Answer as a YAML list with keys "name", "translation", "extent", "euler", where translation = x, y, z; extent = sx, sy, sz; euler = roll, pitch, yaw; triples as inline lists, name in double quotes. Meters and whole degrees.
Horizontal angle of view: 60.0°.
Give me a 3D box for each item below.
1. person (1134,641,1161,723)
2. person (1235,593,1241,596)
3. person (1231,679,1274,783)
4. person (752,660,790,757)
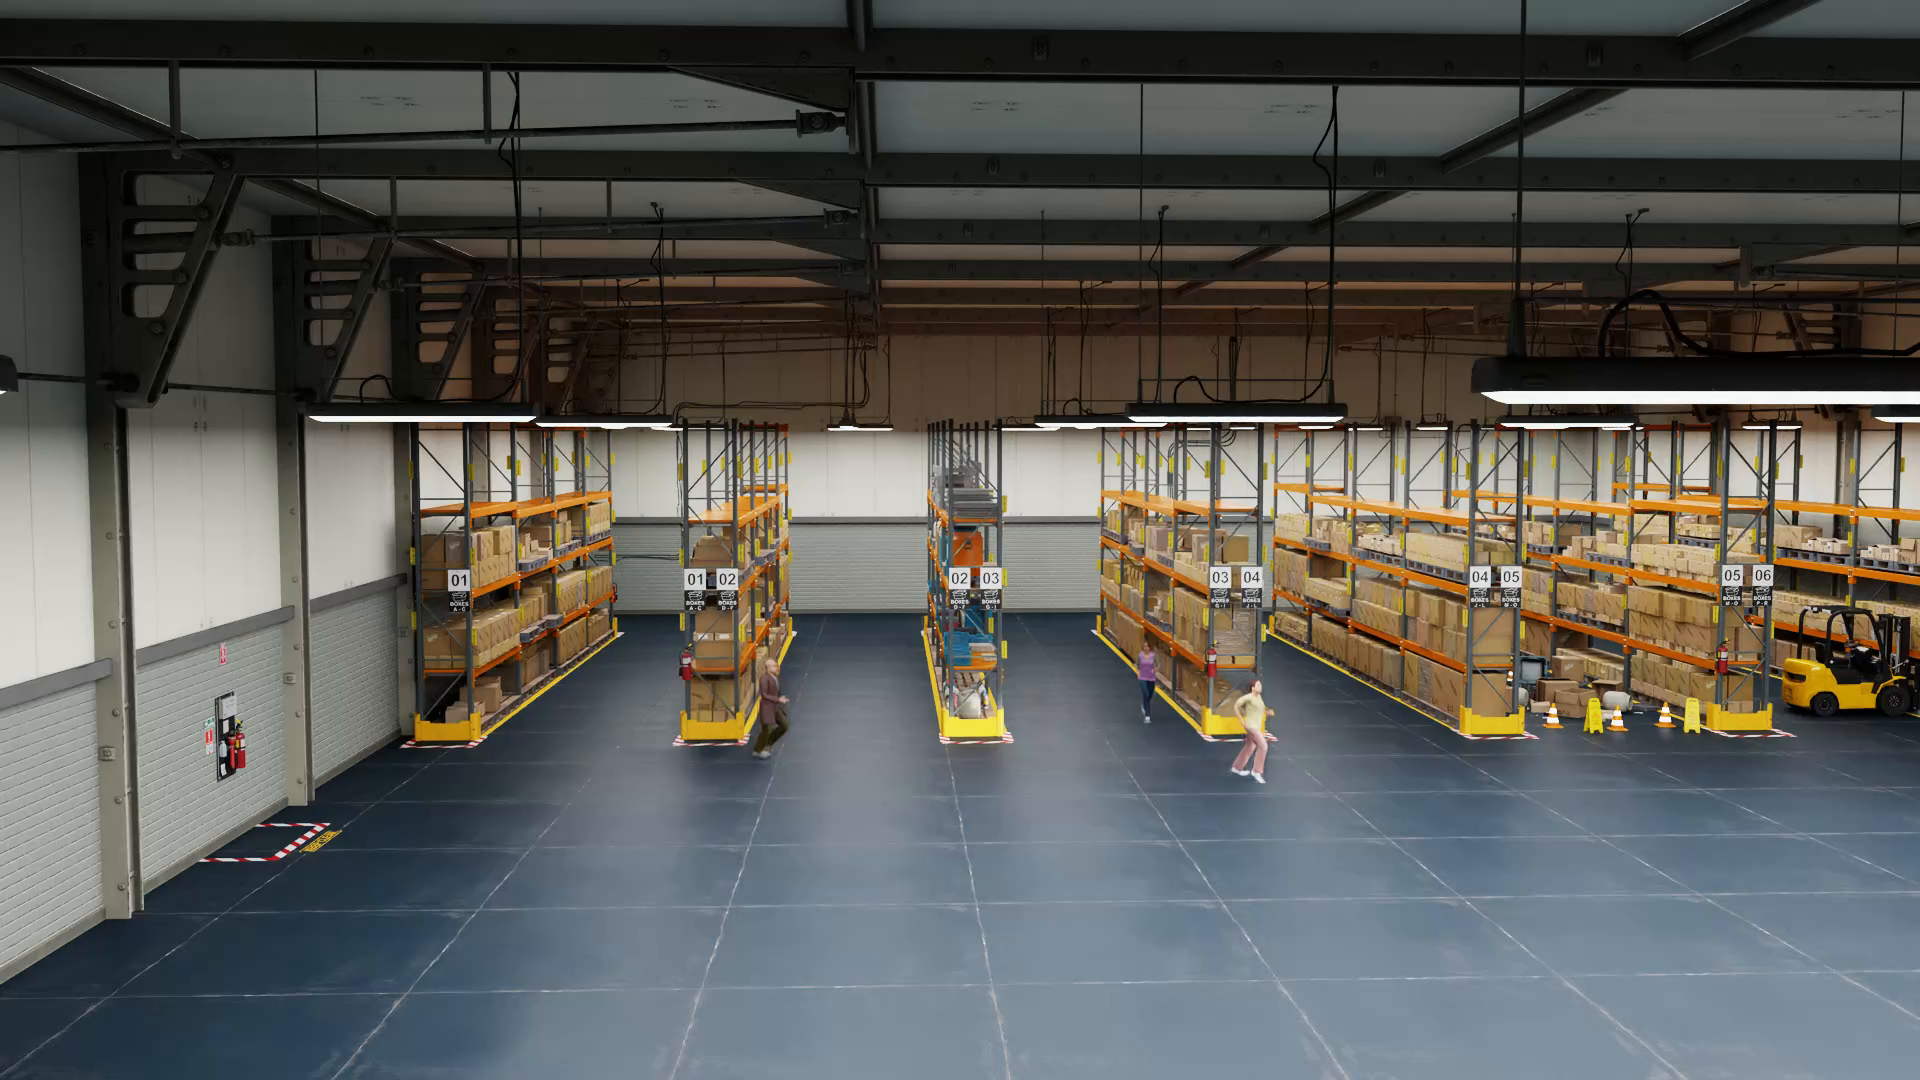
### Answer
- name: "person"
  translation: [3.742, 2.804, 33.196]
  extent: [0.528, 1.604, 0.802]
  euler: [0, 4, 0]
- name: "person"
  translation: [7.793, 1.946, 45.973]
  extent: [0.624, 1.763, 0.705]
  euler: [0, 4, 3]
- name: "person"
  translation: [4.833, 3.138, 27.504]
  extent: [0.728, 1.721, 0.564]
  euler: [2, 4, 30]
- name: "person"
  translation: [-3.310, 2.966, 29.281]
  extent: [0.784, 1.737, 0.681]
  euler: [2, 4, 23]
